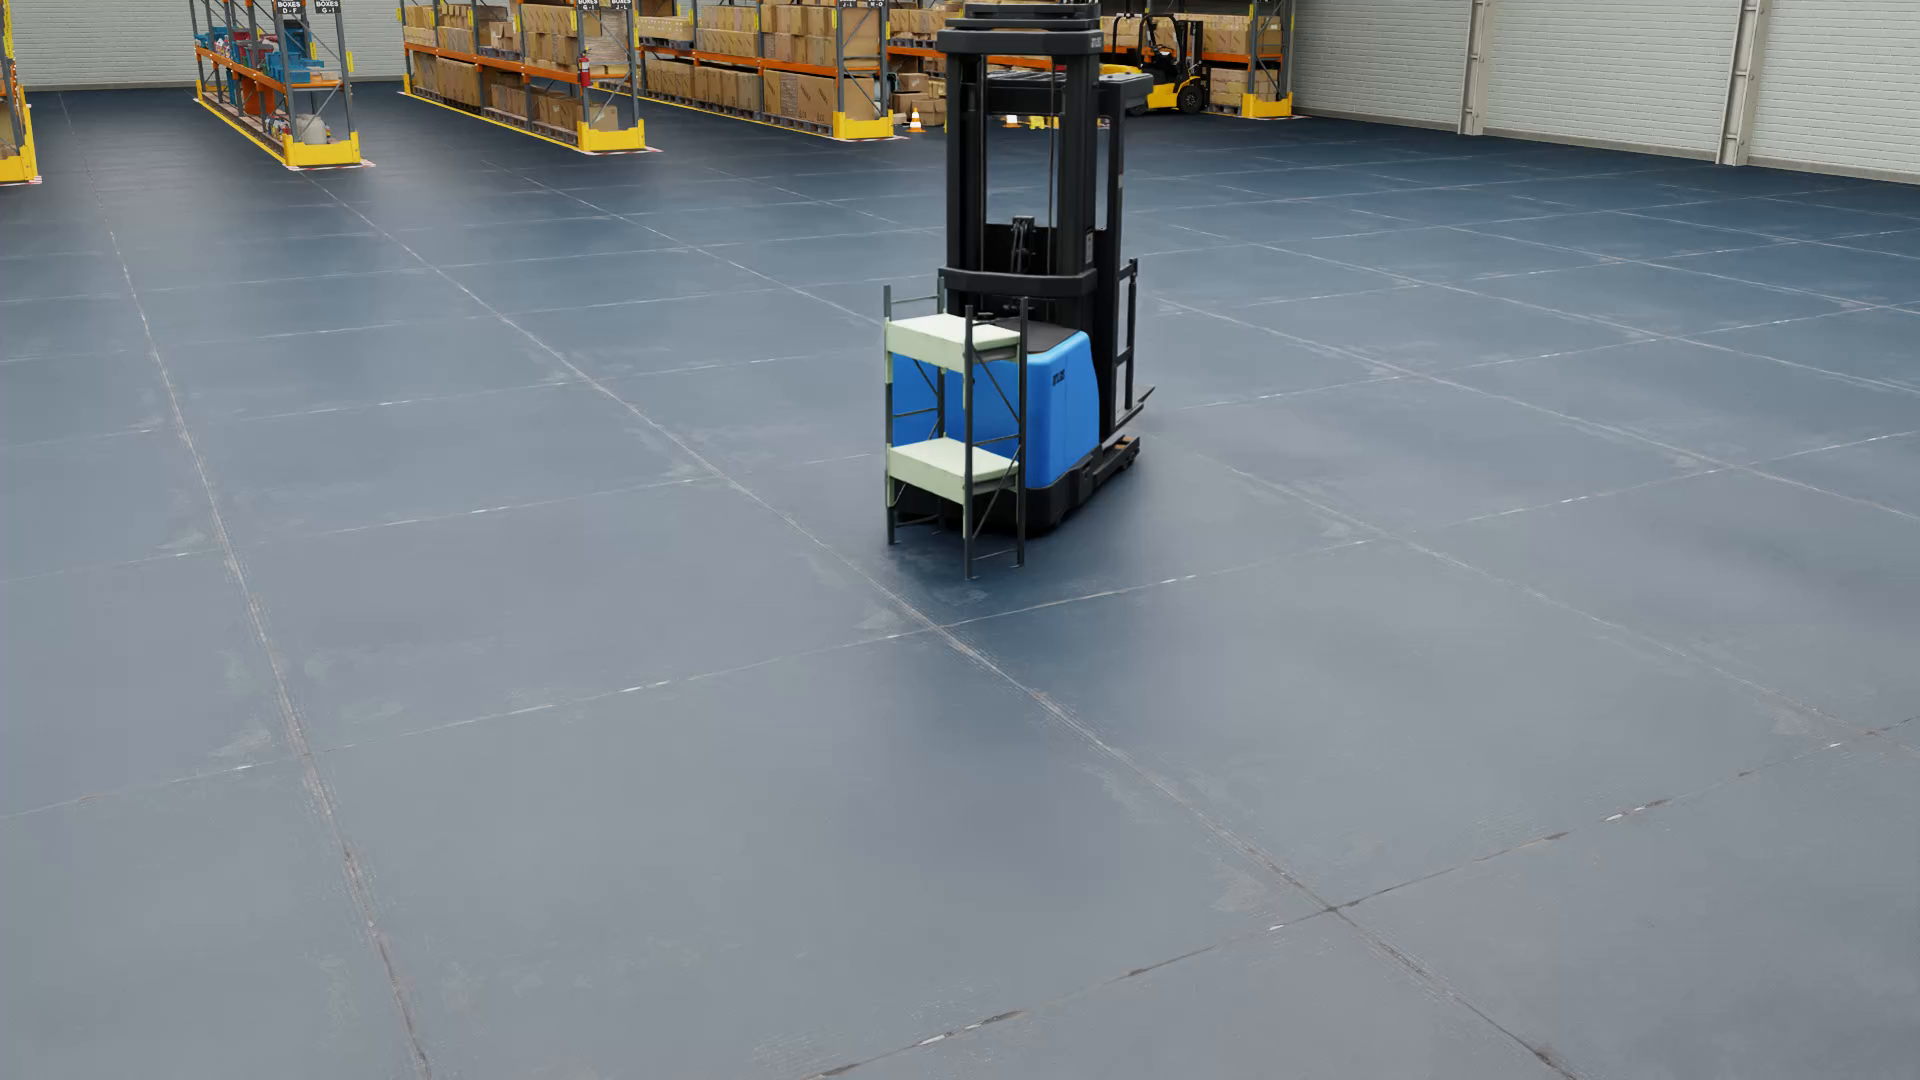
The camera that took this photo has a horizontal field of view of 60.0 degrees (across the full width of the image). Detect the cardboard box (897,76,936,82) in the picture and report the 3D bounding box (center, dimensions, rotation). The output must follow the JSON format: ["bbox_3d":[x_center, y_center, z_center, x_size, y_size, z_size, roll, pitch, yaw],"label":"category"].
[{"bbox_3d":[-1.118,-11.150,40.729,0.950,0.372,0.625,-12,22,-30],"label":"cardboard box"}]

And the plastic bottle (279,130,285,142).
[{"bbox_3d":[-11.917,-7.103,29.232,0.097,0.201,0.097,0,19,0],"label":"plastic bottle"}]

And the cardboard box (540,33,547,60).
[{"bbox_3d":[-7.508,-9.446,31.798,0.875,0.500,0.500,-10,21,-27],"label":"cardboard box"}]

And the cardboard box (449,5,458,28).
[{"bbox_3d":[-11.372,-12.111,38.439,0.797,0.503,0.637,-10,21,-26],"label":"cardboard box"}]

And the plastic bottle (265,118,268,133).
[{"bbox_3d":[-12.793,-7.665,30.756,0.097,0.271,0.097,0,19,0],"label":"plastic bottle"}]

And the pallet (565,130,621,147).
[{"bbox_3d":[-6.691,-7.468,30.950,1.003,0.211,1.213,-10,21,-27],"label":"pallet"}]

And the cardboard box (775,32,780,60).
[{"bbox_3d":[-3.320,-10.226,34.437,0.875,0.550,0.550,-10,21,-27],"label":"cardboard box"}]

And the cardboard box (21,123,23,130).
[{"bbox_3d":[-17.624,-7.635,30.730,0.500,0.250,0.500,-10,21,-26],"label":"cardboard box"}]

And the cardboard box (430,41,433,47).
[{"bbox_3d":[-12.554,-11.962,40.085,0.380,0.149,0.250,-10,21,-26],"label":"cardboard box"}]

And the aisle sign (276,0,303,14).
[{"bbox_3d":[-10.886,-8.921,26.899,0.394,0.787,0.004,-10,21,-27],"label":"aisle sign"}]

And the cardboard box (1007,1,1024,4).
[{"bbox_3d":[1.420,-11.111,35.090,0.700,0.500,0.500,-10,22,-27],"label":"cardboard box"}]

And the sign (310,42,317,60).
[{"bbox_3d":[-12.069,-9.120,31.037,0.100,0.325,0.005,-10,21,-27],"label":"sign"}]

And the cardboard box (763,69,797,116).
[{"bbox_3d":[-3.549,-9.416,34.934,0.875,0.875,0.875,-10,21,-26],"label":"cardboard box"}]

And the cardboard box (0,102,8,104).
[{"bbox_3d":[-16.280,-7.149,28.173,0.500,0.500,0.500,-10,21,-27],"label":"cardboard box"}]

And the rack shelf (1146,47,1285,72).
[{"bbox_3d":[5.838,-11.065,38.201,1.077,0.370,4.000,-10,21,-27],"label":"rack shelf"}]

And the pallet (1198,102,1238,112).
[{"bbox_3d":[5.813,-10.075,38.506,1.003,0.211,1.213,-10,21,-27],"label":"pallet"}]

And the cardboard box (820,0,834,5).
[{"bbox_3d":[-3.321,-13.854,43.497,0.500,0.500,0.500,-10,21,-26],"label":"cardboard box"}]

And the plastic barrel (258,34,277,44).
[{"bbox_3d":[-13.971,-10.033,33.900,0.600,0.536,0.708,-10,21,-27],"label":"plastic barrel"}]

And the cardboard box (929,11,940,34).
[{"bbox_3d":[-0.376,-11.984,38.508,0.500,0.500,0.500,-9,21,-25],"label":"cardboard box"}]

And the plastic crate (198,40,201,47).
[{"bbox_3d":[-18.028,-11.834,39.639,0.250,0.136,0.298,-10,21,-27],"label":"plastic crate"}]

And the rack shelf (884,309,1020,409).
[{"bbox_3d":[-0.030,-0.990,9.006,0.431,0.370,0.720,-14,23,-35],"label":"rack shelf"}]

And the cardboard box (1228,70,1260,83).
[{"bbox_3d":[6.295,-10.286,36.880,0.500,0.250,0.500,-9,21,-25],"label":"cardboard box"}]

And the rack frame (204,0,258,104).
[{"bbox_3d":[-16.357,-11.203,37.500,1.000,3.000,0.127,-10,21,-27],"label":"rack frame"}]

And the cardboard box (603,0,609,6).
[{"bbox_3d":[-9.033,-14.052,43.613,0.500,0.500,0.500,-11,22,-28],"label":"cardboard box"}]

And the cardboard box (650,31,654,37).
[{"bbox_3d":[-7.312,-12.309,40.445,0.380,0.149,0.250,-11,22,-29],"label":"cardboard box"}]

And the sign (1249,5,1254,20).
[{"bbox_3d":[6.304,-11.410,35.960,0.100,0.325,0.005,-10,21,-27],"label":"sign"}]

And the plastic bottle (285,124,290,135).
[{"bbox_3d":[-11.919,-7.235,29.489,0.061,0.283,0.133,-10,21,-27],"label":"plastic bottle"}]

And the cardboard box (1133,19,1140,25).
[{"bbox_3d":[4.392,-12.468,40.016,0.380,0.149,0.250,-10,22,-27],"label":"cardboard box"}]

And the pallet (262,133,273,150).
[{"bbox_3d":[-12.276,-7.389,30.722,1.003,0.211,1.213,-10,21,-27],"label":"pallet"}]

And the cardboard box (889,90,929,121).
[{"bbox_3d":[-1.092,-9.324,35.673,0.797,0.637,0.503,-10,21,-27],"label":"cardboard box"}]

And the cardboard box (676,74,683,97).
[{"bbox_3d":[-6.472,-10.876,39.741,0.500,0.500,0.500,-9,21,-24],"label":"cardboard box"}]

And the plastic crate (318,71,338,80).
[{"bbox_3d":[-10.801,-7.940,28.449,0.298,0.136,0.250,-10,21,-27],"label":"plastic crate"}]

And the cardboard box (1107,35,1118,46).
[{"bbox_3d":[3.966,-12.303,40.916,0.500,0.250,0.500,-10,21,-26],"label":"cardboard box"}]

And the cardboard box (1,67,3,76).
[{"bbox_3d":[-17.160,-8.308,29.494,0.380,0.149,0.250,-10,21,-27],"label":"cardboard box"}]

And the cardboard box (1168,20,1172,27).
[{"bbox_3d":[5.081,-12.056,38.823,0.380,0.149,0.250,-10,21,-27],"label":"cardboard box"}]

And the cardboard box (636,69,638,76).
[{"bbox_3d":[-8.140,-11.971,42.539,0.380,0.149,0.250,-10,21,-26],"label":"cardboard box"}]

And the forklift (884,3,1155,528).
[{"bbox_3d":[0.563,-1.896,10.634,1.130,2.935,3.031,7,20,20],"label":"forklift"}]

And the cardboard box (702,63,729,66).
[{"bbox_3d":[-5.800,-11.168,39.437,0.500,0.250,0.500,-11,22,-29],"label":"cardboard box"}]

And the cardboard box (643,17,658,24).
[{"bbox_3d":[-7.546,-12.733,40.763,0.380,0.149,0.250,-10,21,-26],"label":"cardboard box"}]

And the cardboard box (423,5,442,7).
[{"bbox_3d":[-13.435,-13.444,42.617,0.500,0.500,0.500,-10,21,-26],"label":"cardboard box"}]

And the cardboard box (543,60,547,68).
[{"bbox_3d":[-7.747,-9.092,31.766,0.380,0.149,0.250,-10,21,-27],"label":"cardboard box"}]

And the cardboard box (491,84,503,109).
[{"bbox_3d":[-9.763,-9.659,36.183,0.700,0.500,0.500,-11,22,-30],"label":"cardboard box"}]

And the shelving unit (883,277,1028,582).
[{"bbox_3d":[-0.030,-0.621,9.133,0.431,1.500,0.755,-14,23,-35],"label":"shelving unit"}]

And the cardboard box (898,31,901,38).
[{"bbox_3d":[-1.282,-12.228,40.212,0.380,0.149,0.250,-11,22,-30],"label":"cardboard box"}]

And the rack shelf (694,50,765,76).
[{"bbox_3d":[-4.736,-10.647,36.991,1.077,0.370,4.000,-10,21,-27],"label":"rack shelf"}]

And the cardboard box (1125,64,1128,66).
[{"bbox_3d":[4.269,-11.427,41.144,0.875,0.625,0.625,-10,22,-27],"label":"cardboard box"}]

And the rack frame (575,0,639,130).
[{"bbox_3d":[-6.300,-8.526,29.740,1.000,3.000,0.127,-10,21,-27],"label":"rack frame"}]

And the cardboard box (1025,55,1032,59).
[{"bbox_3d":[1.586,-10.218,35.029,0.380,0.149,0.250,-10,21,-26],"label":"cardboard box"}]

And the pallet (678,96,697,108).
[{"bbox_3d":[-6.056,-10.468,39.643,1.003,0.211,1.213,-10,21,-27],"label":"pallet"}]

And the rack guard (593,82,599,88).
[{"bbox_3d":[-9.449,-12.654,45.538,1.175,0.500,0.348,-10,21,-27],"label":"rack guard"}]

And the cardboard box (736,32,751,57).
[{"bbox_3d":[-4.509,-10.714,35.928,0.500,0.500,0.500,-10,22,-27],"label":"cardboard box"}]

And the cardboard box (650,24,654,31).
[{"bbox_3d":[-7.301,-12.446,40.387,0.380,0.149,0.250,-9,21,-24],"label":"cardboard box"}]

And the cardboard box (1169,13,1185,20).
[{"bbox_3d":[5.111,-12.203,38.793,0.380,0.149,0.250,-10,22,-28],"label":"cardboard box"}]
